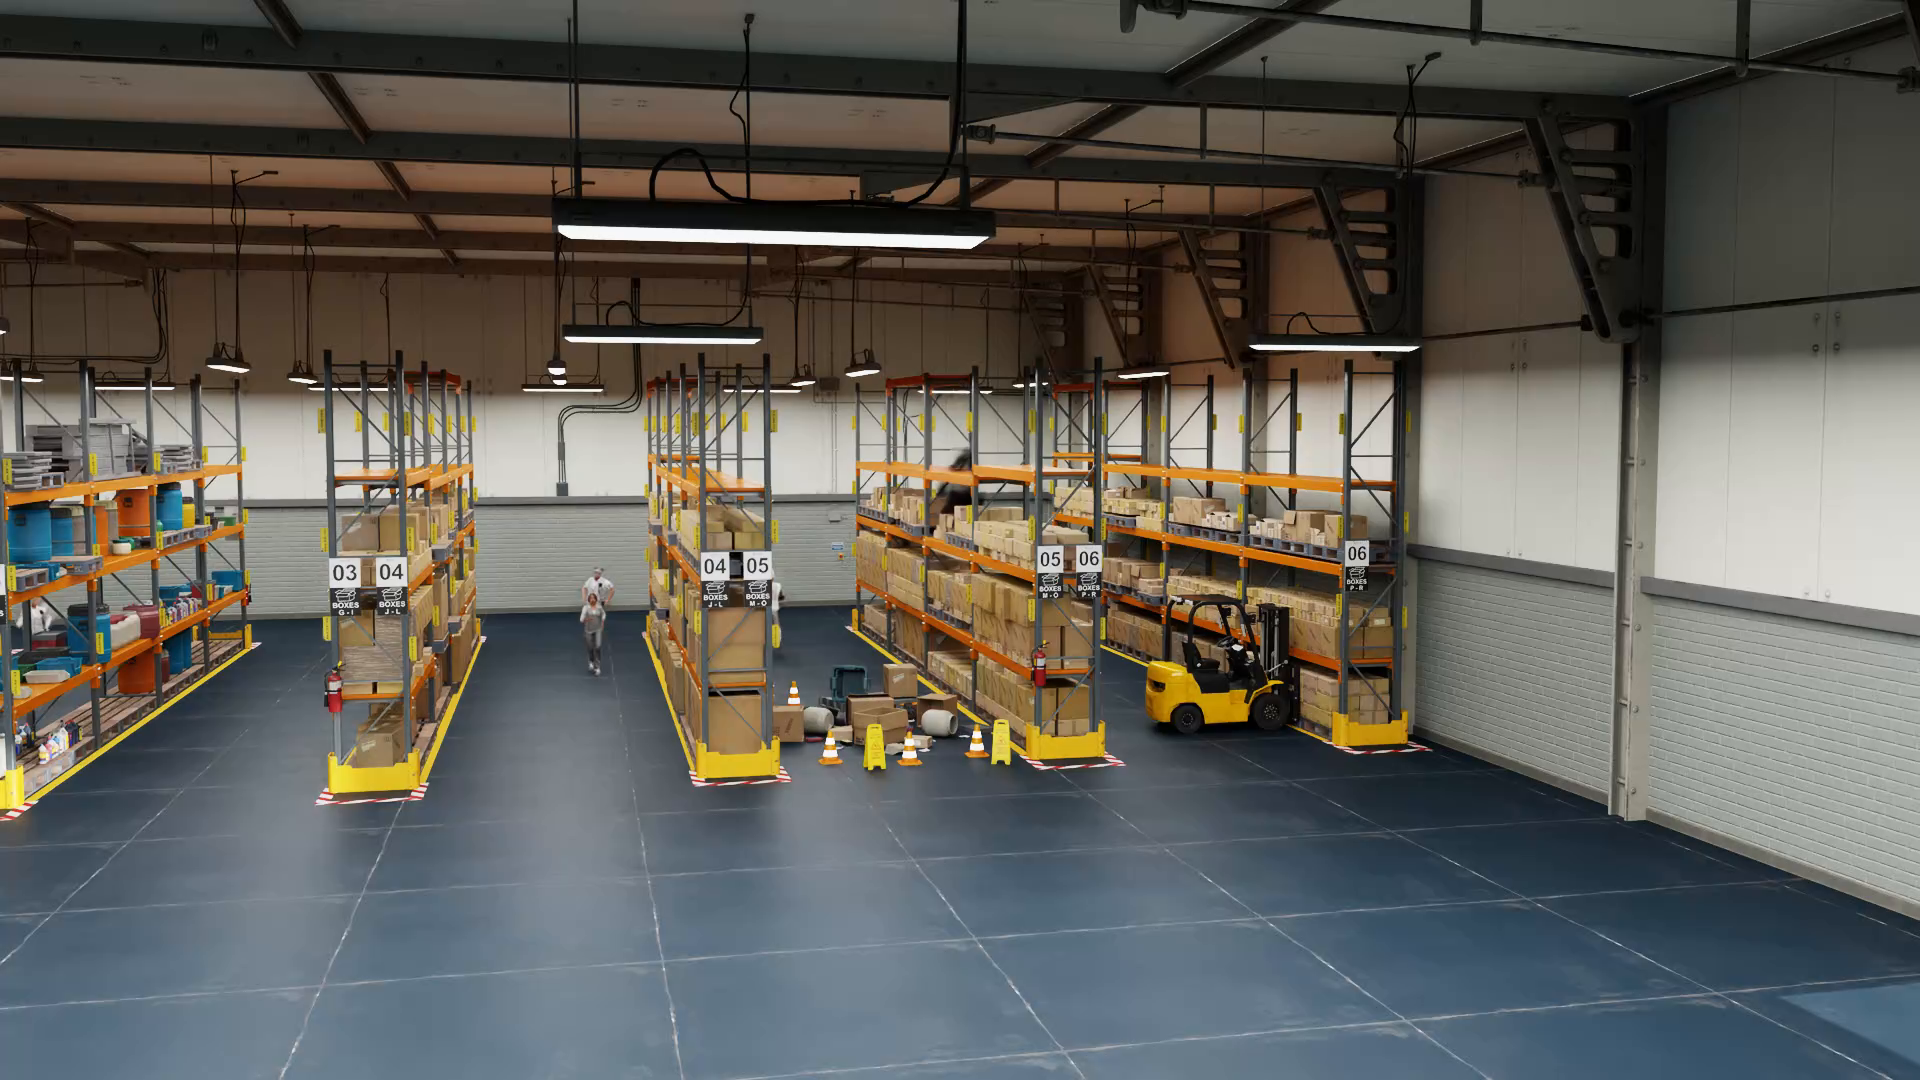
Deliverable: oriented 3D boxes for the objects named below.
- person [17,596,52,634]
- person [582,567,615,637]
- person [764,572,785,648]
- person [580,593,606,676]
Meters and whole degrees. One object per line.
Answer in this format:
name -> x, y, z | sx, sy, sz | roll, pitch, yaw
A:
person -> -18.280, 1.881, 32.866 | 0.617, 1.689, 0.847 | -2, 5, -29
person -> -8.558, 1.456, 39.032 | 0.799, 1.678, 0.607 | 1, 4, 20
person -> -4.187, 1.558, 36.768 | 0.692, 1.758, 0.832 | -2, 4, -22
person -> -7.344, 1.873, 33.307 | 0.520, 1.635, 0.706 | -1, 4, -16
